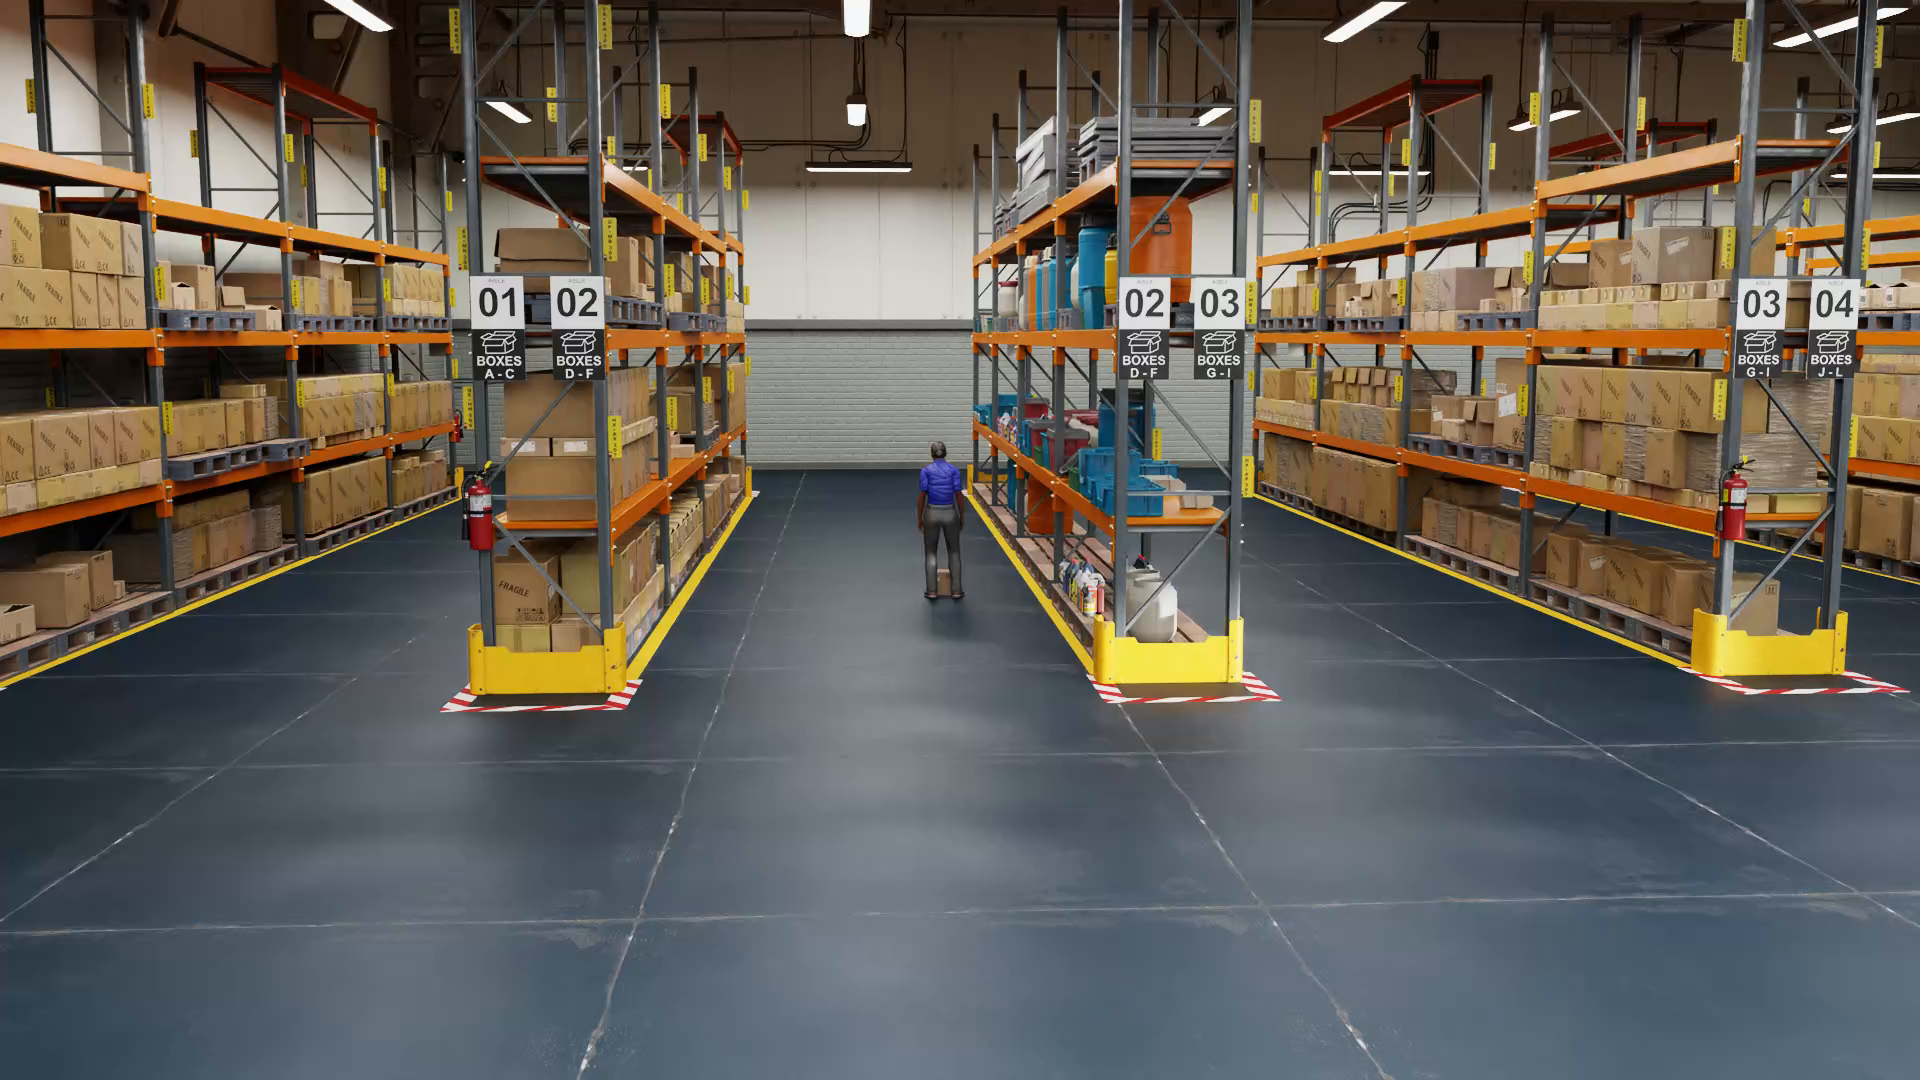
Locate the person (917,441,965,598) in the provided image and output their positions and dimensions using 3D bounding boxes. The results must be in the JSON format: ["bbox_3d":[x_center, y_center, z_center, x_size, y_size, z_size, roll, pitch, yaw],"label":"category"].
[{"bbox_3d":[-0.194,-0.214,17.527,0.512,1.654,0.352,-1,7,-4],"label":"person"}]
